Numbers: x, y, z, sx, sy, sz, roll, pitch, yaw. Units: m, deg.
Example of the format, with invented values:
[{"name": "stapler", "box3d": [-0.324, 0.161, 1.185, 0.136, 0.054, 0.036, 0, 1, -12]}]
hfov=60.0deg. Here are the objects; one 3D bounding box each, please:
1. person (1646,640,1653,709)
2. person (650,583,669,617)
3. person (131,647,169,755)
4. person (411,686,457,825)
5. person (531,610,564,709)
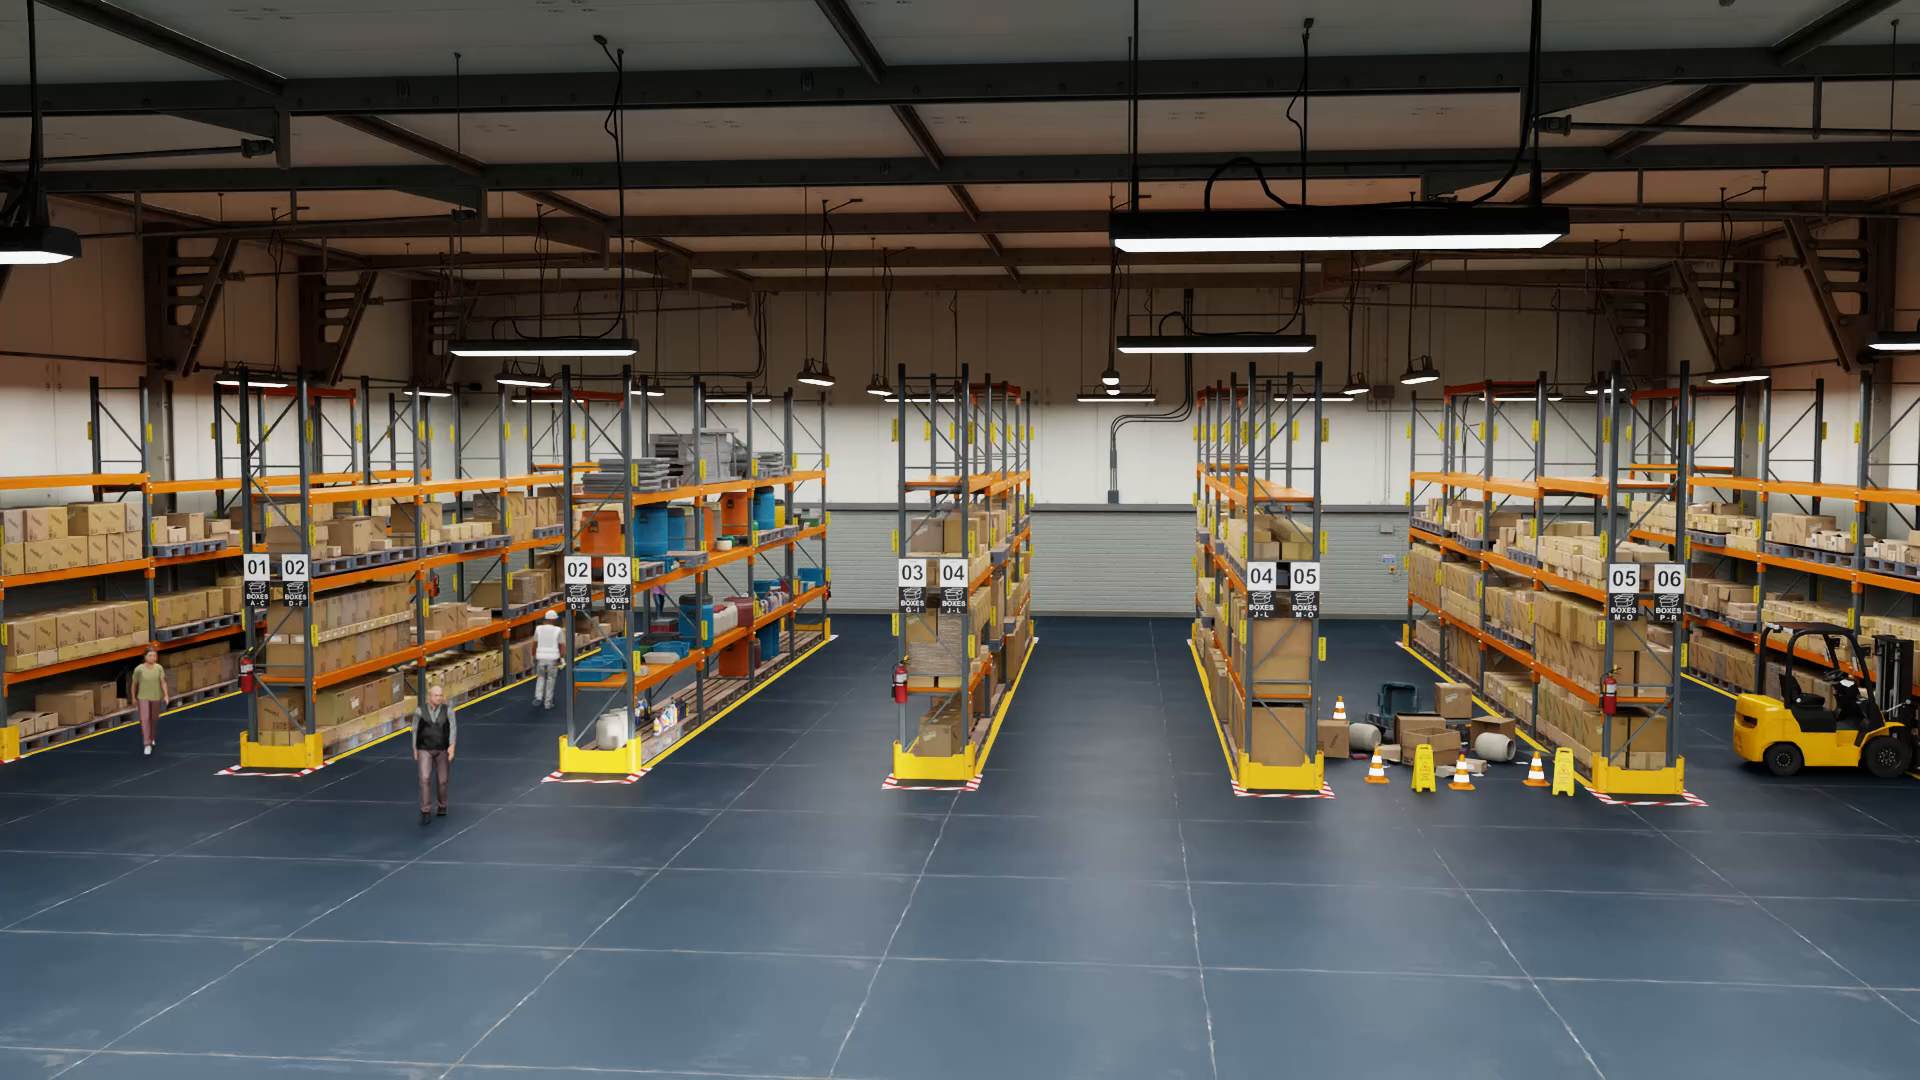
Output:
[{"name": "person", "box3d": [11.712, 2.330, 28.592, 0.629, 1.679, 0.812, 0, 4, -4]}, {"name": "person", "box3d": [-7.930, 1.416, 43.812, 0.440, 1.503, 1.003, -1, 4, -22]}, {"name": "person", "box3d": [-12.708, 2.486, 26.089, 0.506, 1.604, 1.034, -3, 4, -35]}, {"name": "person", "box3d": [-6.812, 2.781, 21.594, 0.566, 1.729, 0.777, -1, 4, -21]}, {"name": "person", "box3d": [-7.477, 2.165, 30.190, 0.605, 1.781, 0.457, 0, 4, 6]}]
